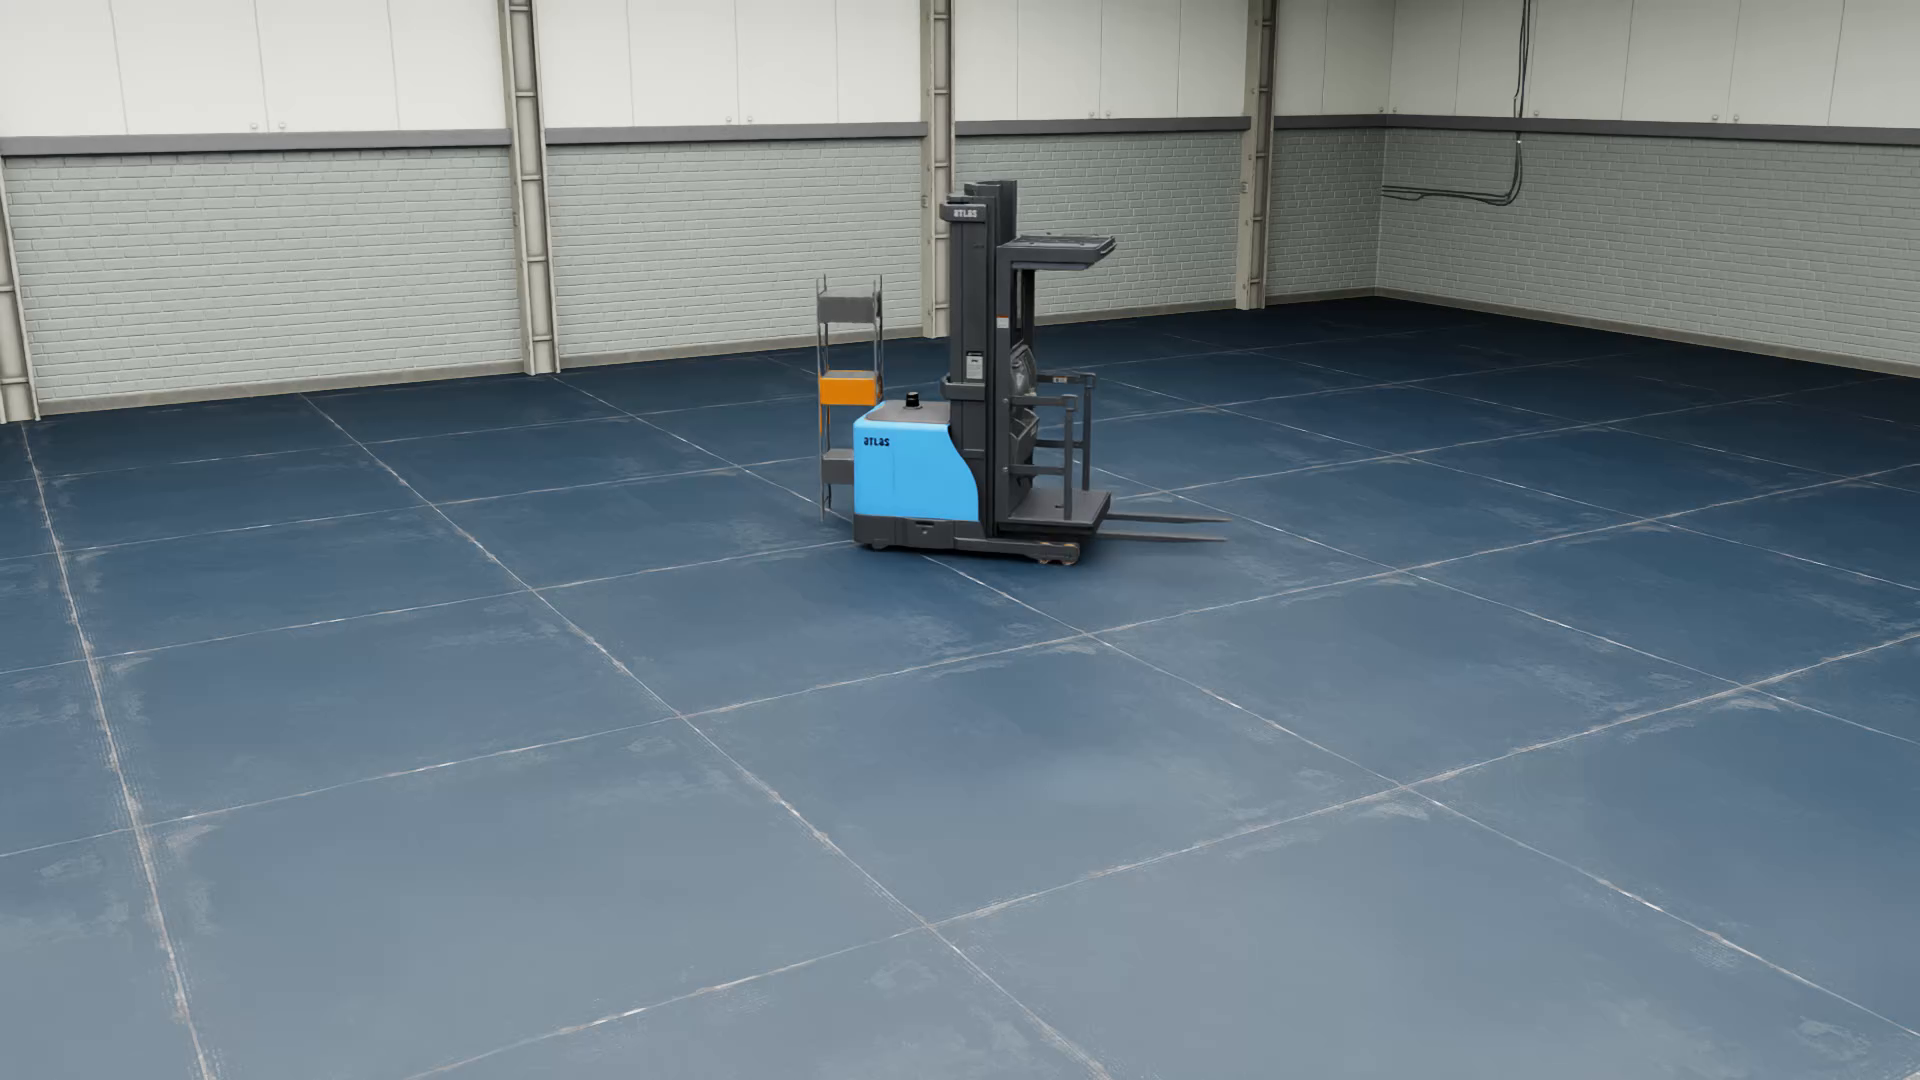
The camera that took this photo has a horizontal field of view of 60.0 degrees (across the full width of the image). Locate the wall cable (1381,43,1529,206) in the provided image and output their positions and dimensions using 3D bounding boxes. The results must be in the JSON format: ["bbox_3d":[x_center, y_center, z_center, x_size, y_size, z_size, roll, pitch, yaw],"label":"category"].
[{"bbox_3d":[8.030,-6.804,27.263,0.112,2.526,3.097,-9,18,-30],"label":"wall cable"}]

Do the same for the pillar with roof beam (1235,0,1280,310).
[{"bbox_3d":[7.041,-7.199,22.921,0.400,9.000,9.100,-9,18,-30],"label":"pillar with roof beam"}]

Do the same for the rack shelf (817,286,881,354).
[{"bbox_3d":[-0.938,-1.881,14.186,0.480,0.518,0.431,2,16,6],"label":"rack shelf"}]

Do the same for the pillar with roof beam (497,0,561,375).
[{"bbox_3d":[-3.245,-5.531,16.970,0.400,9.000,9.100,-9,18,-30],"label":"pillar with roof beam"}]

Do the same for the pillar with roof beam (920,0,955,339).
[{"bbox_3d":[1.898,-6.365,19.946,0.400,9.000,9.100,-9,18,-30],"label":"pillar with roof beam"}]

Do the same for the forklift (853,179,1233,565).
[{"bbox_3d":[0.698,-1.371,13.371,3.031,2.935,1.130,3,16,12],"label":"forklift"}]

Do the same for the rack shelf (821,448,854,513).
[{"bbox_3d":[-0.938,-0.533,14.564,0.480,0.518,0.431,2,16,6],"label":"rack shelf"}]

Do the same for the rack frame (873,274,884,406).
[{"bbox_3d":[-0.695,-1.213,14.348,0.015,2.100,0.400,2,16,6],"label":"rack frame"}]

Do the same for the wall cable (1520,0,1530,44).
[{"bbox_3d":[9.423,-8.610,24.348,0.112,2.526,3.097,-9,18,-30],"label":"wall cable"}]

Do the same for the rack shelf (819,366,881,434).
[{"bbox_3d":[-0.938,-1.207,14.375,0.480,0.518,0.431,2,16,6],"label":"rack shelf"}]

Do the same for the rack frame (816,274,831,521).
[{"bbox_3d":[-1.180,-1.227,14.395,0.015,2.100,0.400,2,16,6],"label":"rack frame"}]

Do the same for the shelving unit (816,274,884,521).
[{"bbox_3d":[-0.938,-1.220,14.371,0.503,2.100,0.431,2,16,6],"label":"shelving unit"}]

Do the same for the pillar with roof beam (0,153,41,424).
[{"bbox_3d":[-8.388,-4.697,13.995,0.400,9.000,9.100,-9,18,-30],"label":"pillar with roof beam"}]
